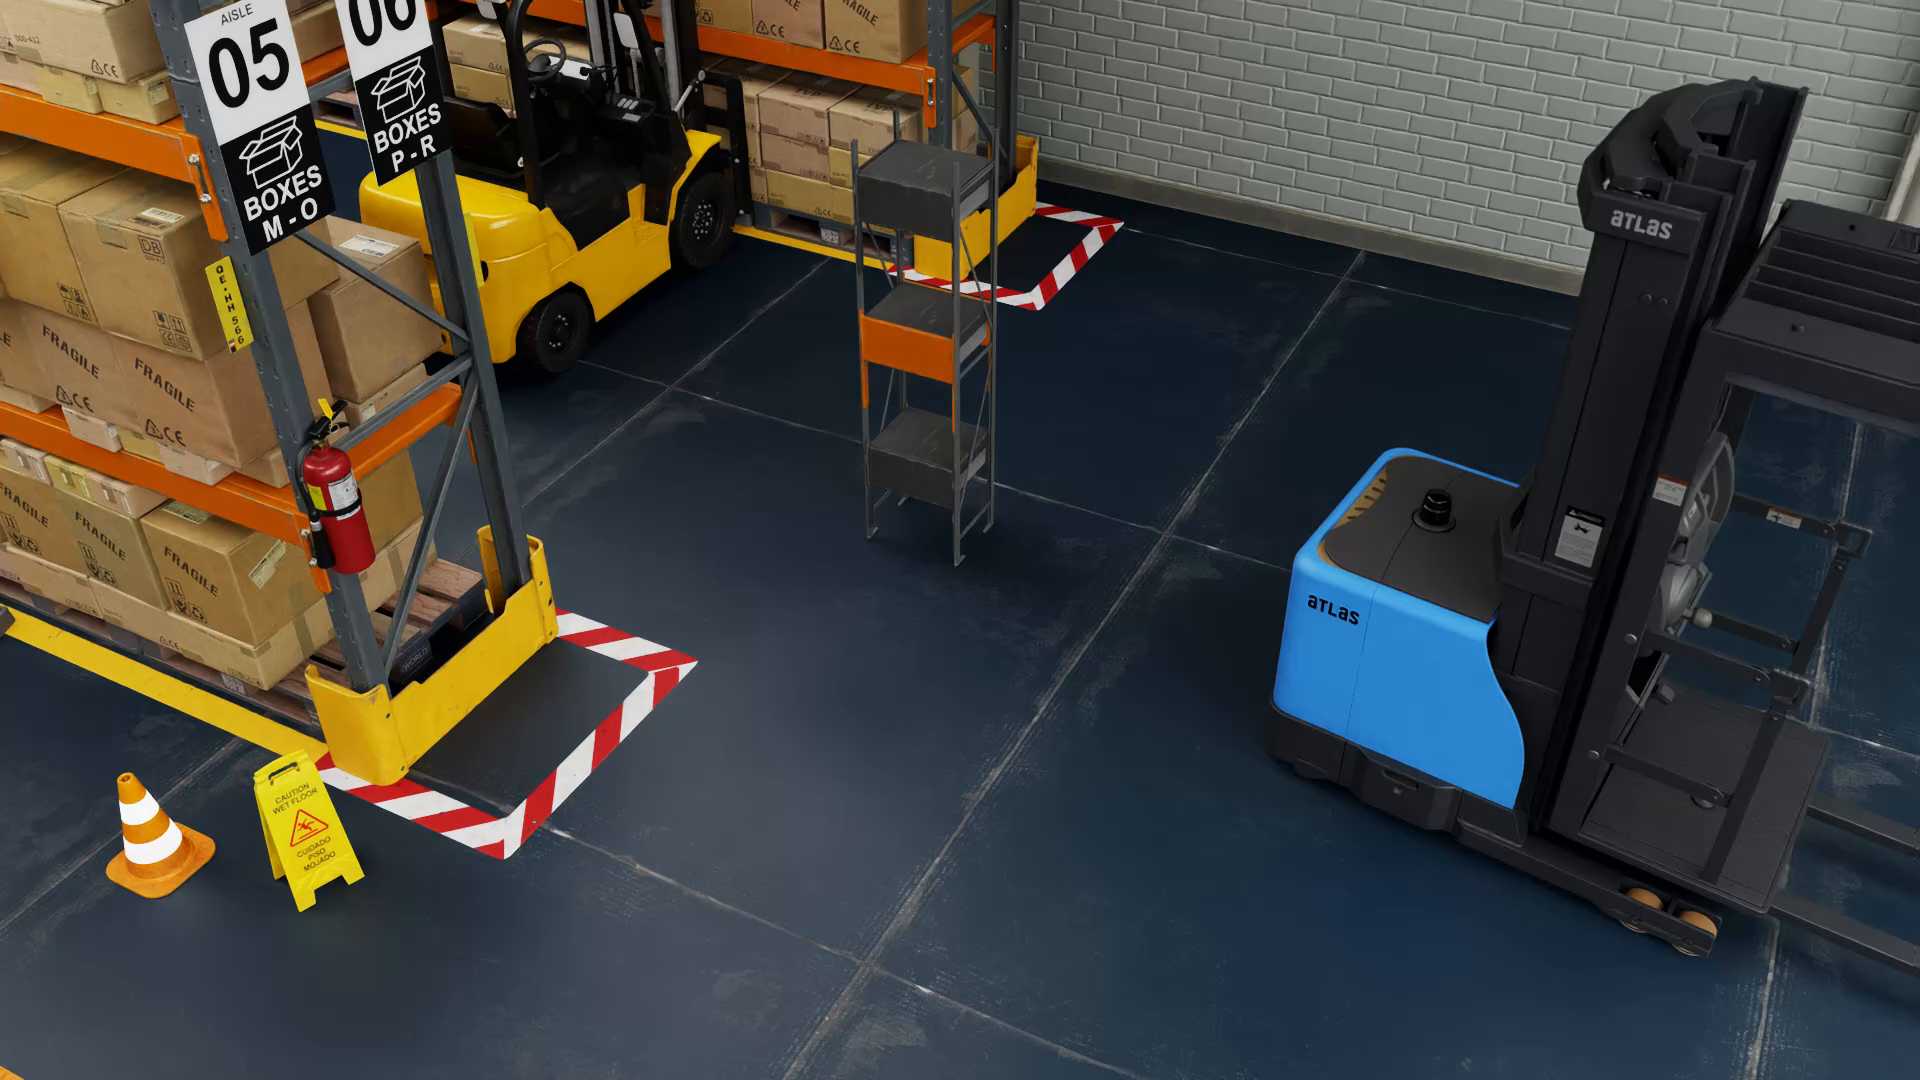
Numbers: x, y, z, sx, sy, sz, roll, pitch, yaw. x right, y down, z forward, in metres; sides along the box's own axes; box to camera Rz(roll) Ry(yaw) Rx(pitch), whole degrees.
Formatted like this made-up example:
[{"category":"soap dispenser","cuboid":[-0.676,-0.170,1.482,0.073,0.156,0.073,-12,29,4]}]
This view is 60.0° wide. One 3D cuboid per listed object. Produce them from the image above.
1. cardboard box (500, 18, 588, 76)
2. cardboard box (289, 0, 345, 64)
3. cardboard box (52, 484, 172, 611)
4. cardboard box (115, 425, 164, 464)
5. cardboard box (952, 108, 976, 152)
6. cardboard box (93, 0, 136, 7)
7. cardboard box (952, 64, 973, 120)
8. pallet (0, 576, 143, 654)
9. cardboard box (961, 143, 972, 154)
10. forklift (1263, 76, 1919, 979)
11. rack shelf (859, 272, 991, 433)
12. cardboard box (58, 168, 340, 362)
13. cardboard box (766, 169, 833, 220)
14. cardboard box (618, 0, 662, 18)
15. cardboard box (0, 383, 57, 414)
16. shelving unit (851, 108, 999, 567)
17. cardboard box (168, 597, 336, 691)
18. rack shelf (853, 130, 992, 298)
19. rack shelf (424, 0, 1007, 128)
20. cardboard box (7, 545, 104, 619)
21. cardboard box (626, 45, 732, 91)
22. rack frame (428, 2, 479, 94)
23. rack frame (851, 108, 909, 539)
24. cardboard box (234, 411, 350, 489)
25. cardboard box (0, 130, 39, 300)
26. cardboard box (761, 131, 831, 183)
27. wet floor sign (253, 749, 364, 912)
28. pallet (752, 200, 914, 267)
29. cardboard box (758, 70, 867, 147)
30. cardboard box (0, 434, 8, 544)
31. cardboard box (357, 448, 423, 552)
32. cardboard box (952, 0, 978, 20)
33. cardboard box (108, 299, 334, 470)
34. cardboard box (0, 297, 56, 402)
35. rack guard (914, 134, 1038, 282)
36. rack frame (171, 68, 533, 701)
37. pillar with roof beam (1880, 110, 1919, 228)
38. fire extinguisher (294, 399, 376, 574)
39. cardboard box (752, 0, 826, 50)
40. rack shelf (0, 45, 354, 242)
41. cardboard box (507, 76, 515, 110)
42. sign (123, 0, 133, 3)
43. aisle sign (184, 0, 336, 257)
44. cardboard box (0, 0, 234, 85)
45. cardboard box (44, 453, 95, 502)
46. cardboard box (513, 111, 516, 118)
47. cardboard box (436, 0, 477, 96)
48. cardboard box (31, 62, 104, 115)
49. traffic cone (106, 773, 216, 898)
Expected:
[{"category":"cardboard box","cuboid":[-2.728,-3.295,11.230,0.500,0.250,0.500,17,41,22]},{"category":"cardboard box","cuboid":[-2.336,-1.858,5.964,0.250,0.149,0.380,17,41,22]},{"category":"cardboard box","cuboid":[-3.487,-0.094,7.219,0.500,0.500,0.500,19,41,23]},{"category":"cardboard box","cuboid":[-3.115,-0.480,6.629,0.250,0.149,0.380,17,40,21]},{"category":"cardboard box","cuboid":[-0.233,-2.677,10.828,0.500,0.250,0.500,18,41,22]},{"category":"cardboard box","cuboid":[-2.627,-1.845,5.287,0.250,0.149,0.380,18,41,22]},{"category":"cardboard box","cuboid":[-0.251,-2.869,10.668,0.500,0.250,0.500,17,40,21]},{"category":"pallet","cuboid":[-4.042,0.008,8.085,1.213,0.211,1.003,17,41,21]},{"category":"cardboard box","cuboid":[-0.257,-2.477,10.979,0.500,0.250,0.500,18,41,22]},{"category":"forklift","cuboid":[2.785,0.018,5.822,3.031,2.935,1.130,23,43,27]},{"category":"rack shelf","cuboid":[-0.147,-0.872,7.704,0.480,0.518,0.431,17,41,21]},{"category":"cardboard box","cuboid":[-2.745,-1.079,6.054,0.500,0.500,0.700,16,40,20]},{"category":"cardboard box","cuboid":[-0.911,-2.340,10.798,0.500,0.250,0.500,17,41,21]},{"category":"cardboard box","cuboid":[-1.832,-3.624,10.481,0.500,0.500,0.500,18,41,22]},{"category":"cardboard box","cuboid":[-3.789,-0.704,6.924,0.250,0.149,0.380,17,40,21]},{"category":"shelving unit","cuboid":[-0.147,-0.882,7.696,0.503,2.100,0.431,17,41,21]},{"category":"cardboard box","cuboid":[-3.053,0.344,7.263,0.500,0.250,0.500,17,40,21]},{"category":"rack shelf","cuboid":[-0.147,-1.429,7.281,0.480,0.518,0.431,17,41,21]},{"category":"rack shelf","cuboid":[-1.687,-3.433,10.906,4.000,0.370,1.077,17,41,21]},{"category":"cardboard box","cuboid":[-3.956,0.060,7.637,0.500,0.250,0.500,16,40,20]},{"category":"cardboard box","cuboid":[-1.819,-3.013,10.858,0.500,0.250,0.500,17,40,21]},{"category":"rack frame","cuboid":[-3.463,-4.275,11.421,0.127,3.000,1.000,17,41,21]},{"category":"rack frame","cuboid":[-0.364,-0.950,7.785,0.015,2.100,0.400,17,41,21]},{"category":"cardboard box","cuboid":[-2.621,-0.386,6.505,0.250,0.149,0.380,19,41,23]},{"category":"cardboard box","cuboid":[-3.691,-1.310,6.359,0.500,0.500,0.700,17,40,21]},{"category":"cardboard box","cuboid":[-0.928,-2.547,10.658,0.500,0.250,0.500,17,40,21]},{"category":"wet floor sign","cuboid":[-2.514,1.068,6.329,0.267,0.644,0.232,-29,46,-33]},{"category":"pallet","cuboid":[-0.610,-2.243,11.050,1.213,0.211,1.003,17,41,21]},{"category":"cardboard box","cuboid":[-0.920,-2.733,10.489,0.500,0.250,0.500,18,41,22]},{"category":"cardboard box","cuboid":[-4.402,-0.384,7.601,0.500,0.500,0.500,20,41,24]},{"category":"cardboard box","cuboid":[-2.801,-0.247,7.421,0.500,0.500,0.500,16,40,20]},{"category":"cardboard box","cuboid":[-0.223,-3.490,10.304,0.500,0.500,0.500,19,41,23]},{"category":"cardboard box","cuboid":[-2.799,-0.658,6.328,0.500,0.500,0.500,17,40,21]},{"category":"cardboard box","cuboid":[-3.684,-0.941,6.700,0.500,0.500,0.500,17,40,21]},{"category":"rack guard","cuboid":[0.110,-2.161,10.703,0.348,0.500,1.175,17,41,21]},{"category":"rack frame","cuboid":[-2.191,-0.497,6.444,0.127,3.000,1.000,17,41,21]},{"category":"pillar with roof beam","cuboid":[3.233,-2.251,3.792,0.400,9.000,9.100,17,41,21]},{"category":"fire extinguisher","cuboid":[-2.301,-0.187,6.099,0.183,0.674,0.296,17,41,21]},{"category":"cardboard box","cuboid":[-0.925,-3.348,10.117,0.500,0.500,0.500,19,41,23]},{"category":"rack shelf","cuboid":[-3.967,-1.962,6.487,4.000,0.370,1.077,17,41,21]},{"category":"cardboard box","cuboid":[-2.727,-3.107,11.396,0.500,0.250,0.500,17,40,21]},{"category":"sign","cuboid":[-2.464,-1.752,4.884,0.005,0.325,0.100,17,41,21]},{"category":"aisle sign","cuboid":[-2.269,-1.360,5.430,0.004,0.787,0.394,17,41,21]},{"category":"cardboard box","cuboid":[-2.769,-1.748,5.489,0.500,0.250,0.500,17,40,21]},{"category":"cardboard box","cuboid":[-3.601,-0.347,7.016,0.250,0.149,0.380,18,41,22]},{"category":"cardboard box","cuboid":[-2.728,-2.902,11.539,0.500,0.250,0.500,17,40,21]},{"category":"cardboard box","cuboid":[-3.932,-3.636,12.195,0.625,0.625,0.875,19,41,23]},{"category":"cardboard box","cuboid":[-2.872,-1.593,5.614,0.250,0.149,0.380,18,41,22]},{"category":"traffic cone","cuboid":[-3.166,1.086,6.456,0.334,0.463,0.336,17,41,21]}]
